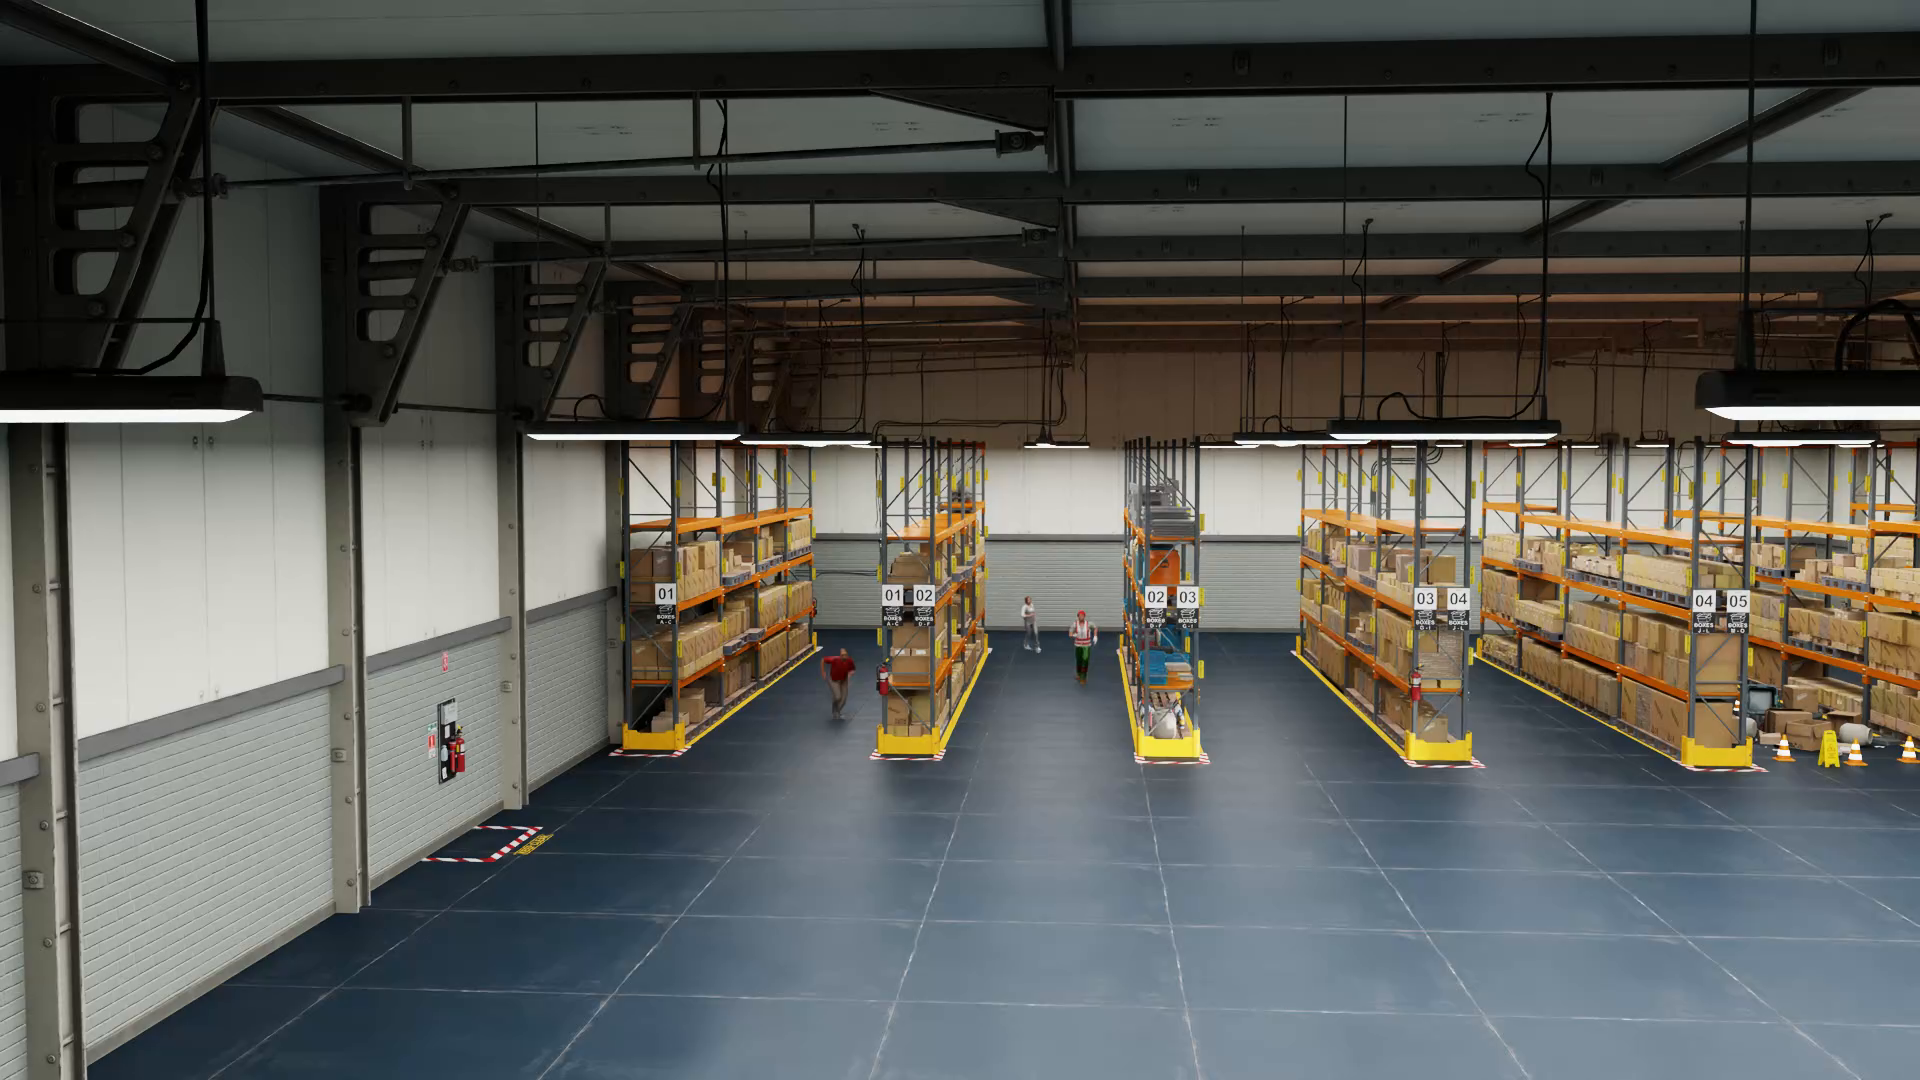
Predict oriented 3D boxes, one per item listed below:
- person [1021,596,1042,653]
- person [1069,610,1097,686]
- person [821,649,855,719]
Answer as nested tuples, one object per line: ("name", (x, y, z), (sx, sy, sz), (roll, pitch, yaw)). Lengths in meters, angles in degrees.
("person", (1.950, 2.381, 47.227), (0.528, 1.581, 0.844), (-2, 3, -27))
("person", (3.029, 2.636, 40.964), (0.675, 1.826, 0.938), (1, 3, 11))
("person", (-2.587, 3.051, 35.248), (0.698, 1.552, 0.942), (-1, 3, -22))
